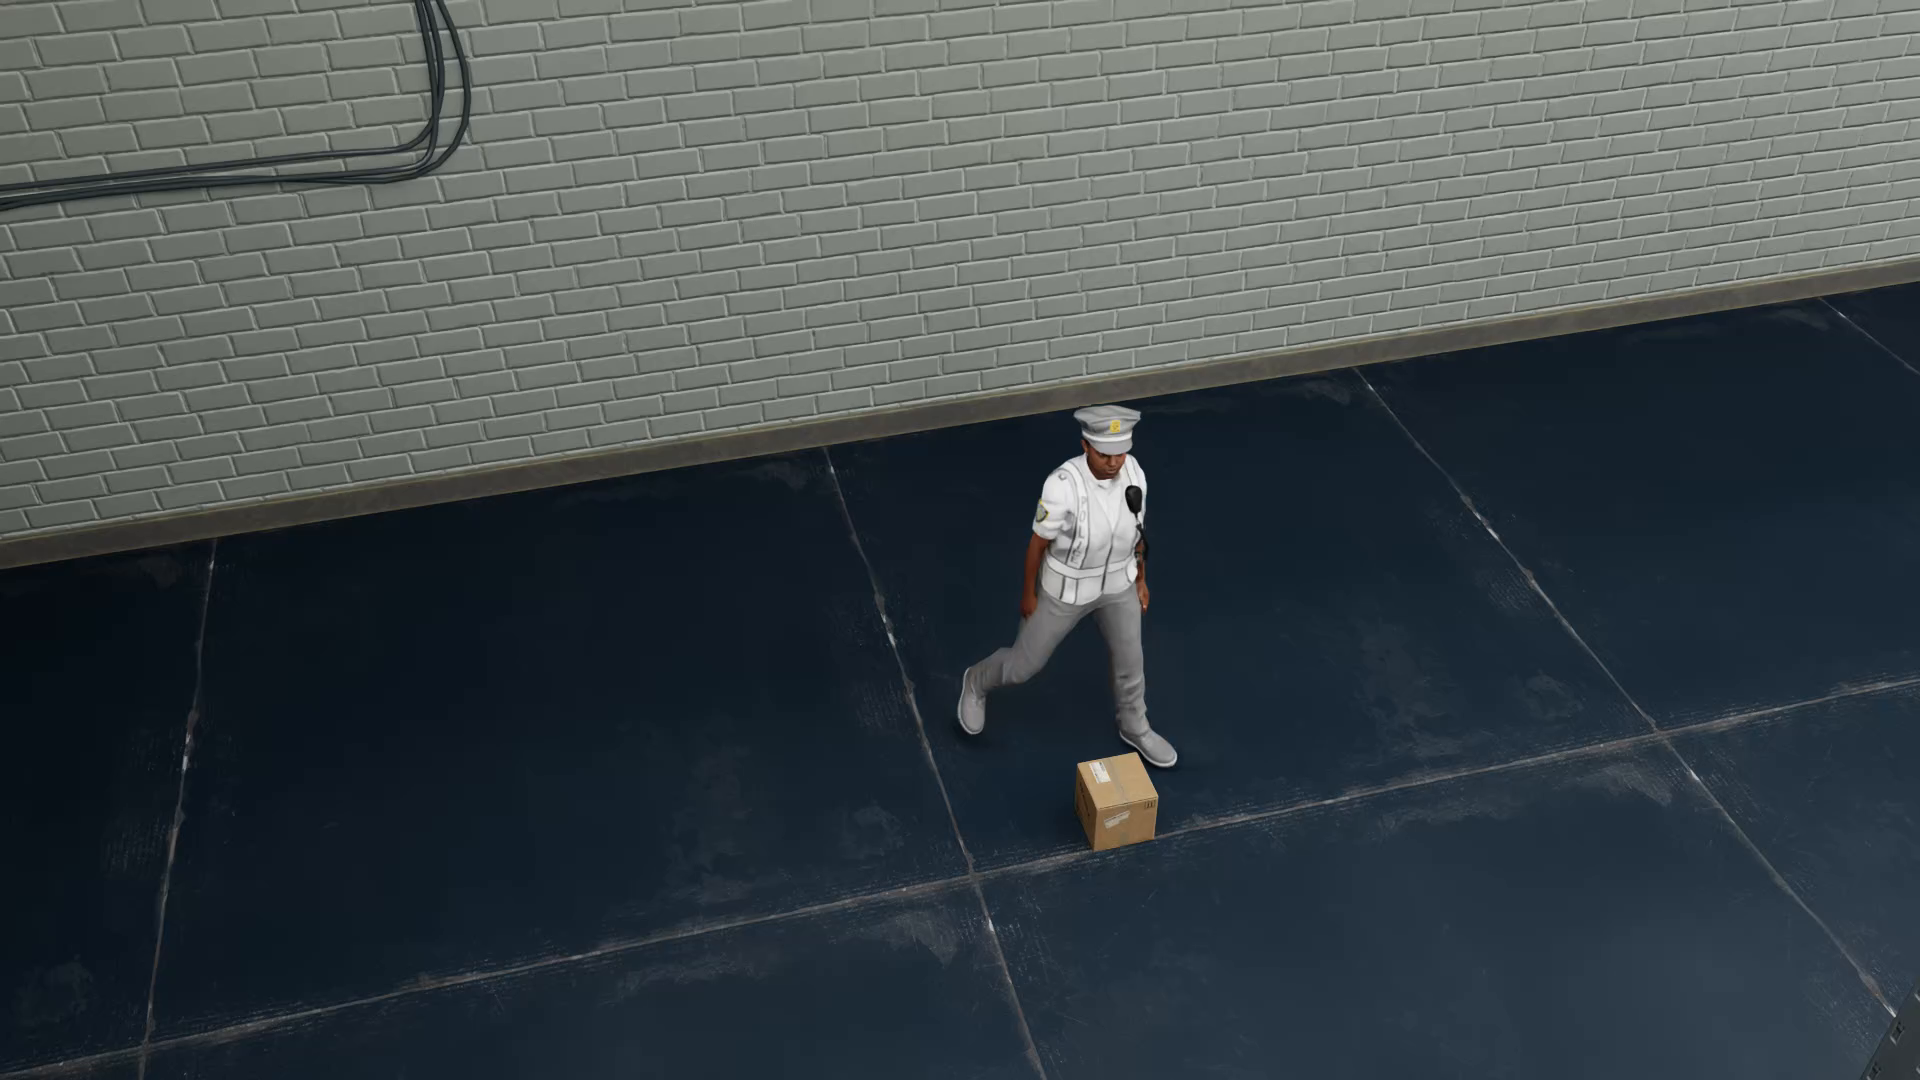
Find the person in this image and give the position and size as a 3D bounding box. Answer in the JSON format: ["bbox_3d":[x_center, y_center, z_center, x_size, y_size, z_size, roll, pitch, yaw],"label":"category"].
[{"bbox_3d":[0.420,0.173,6.468,0.763,1.667,0.724,-16,41,-19],"label":"person"}]
